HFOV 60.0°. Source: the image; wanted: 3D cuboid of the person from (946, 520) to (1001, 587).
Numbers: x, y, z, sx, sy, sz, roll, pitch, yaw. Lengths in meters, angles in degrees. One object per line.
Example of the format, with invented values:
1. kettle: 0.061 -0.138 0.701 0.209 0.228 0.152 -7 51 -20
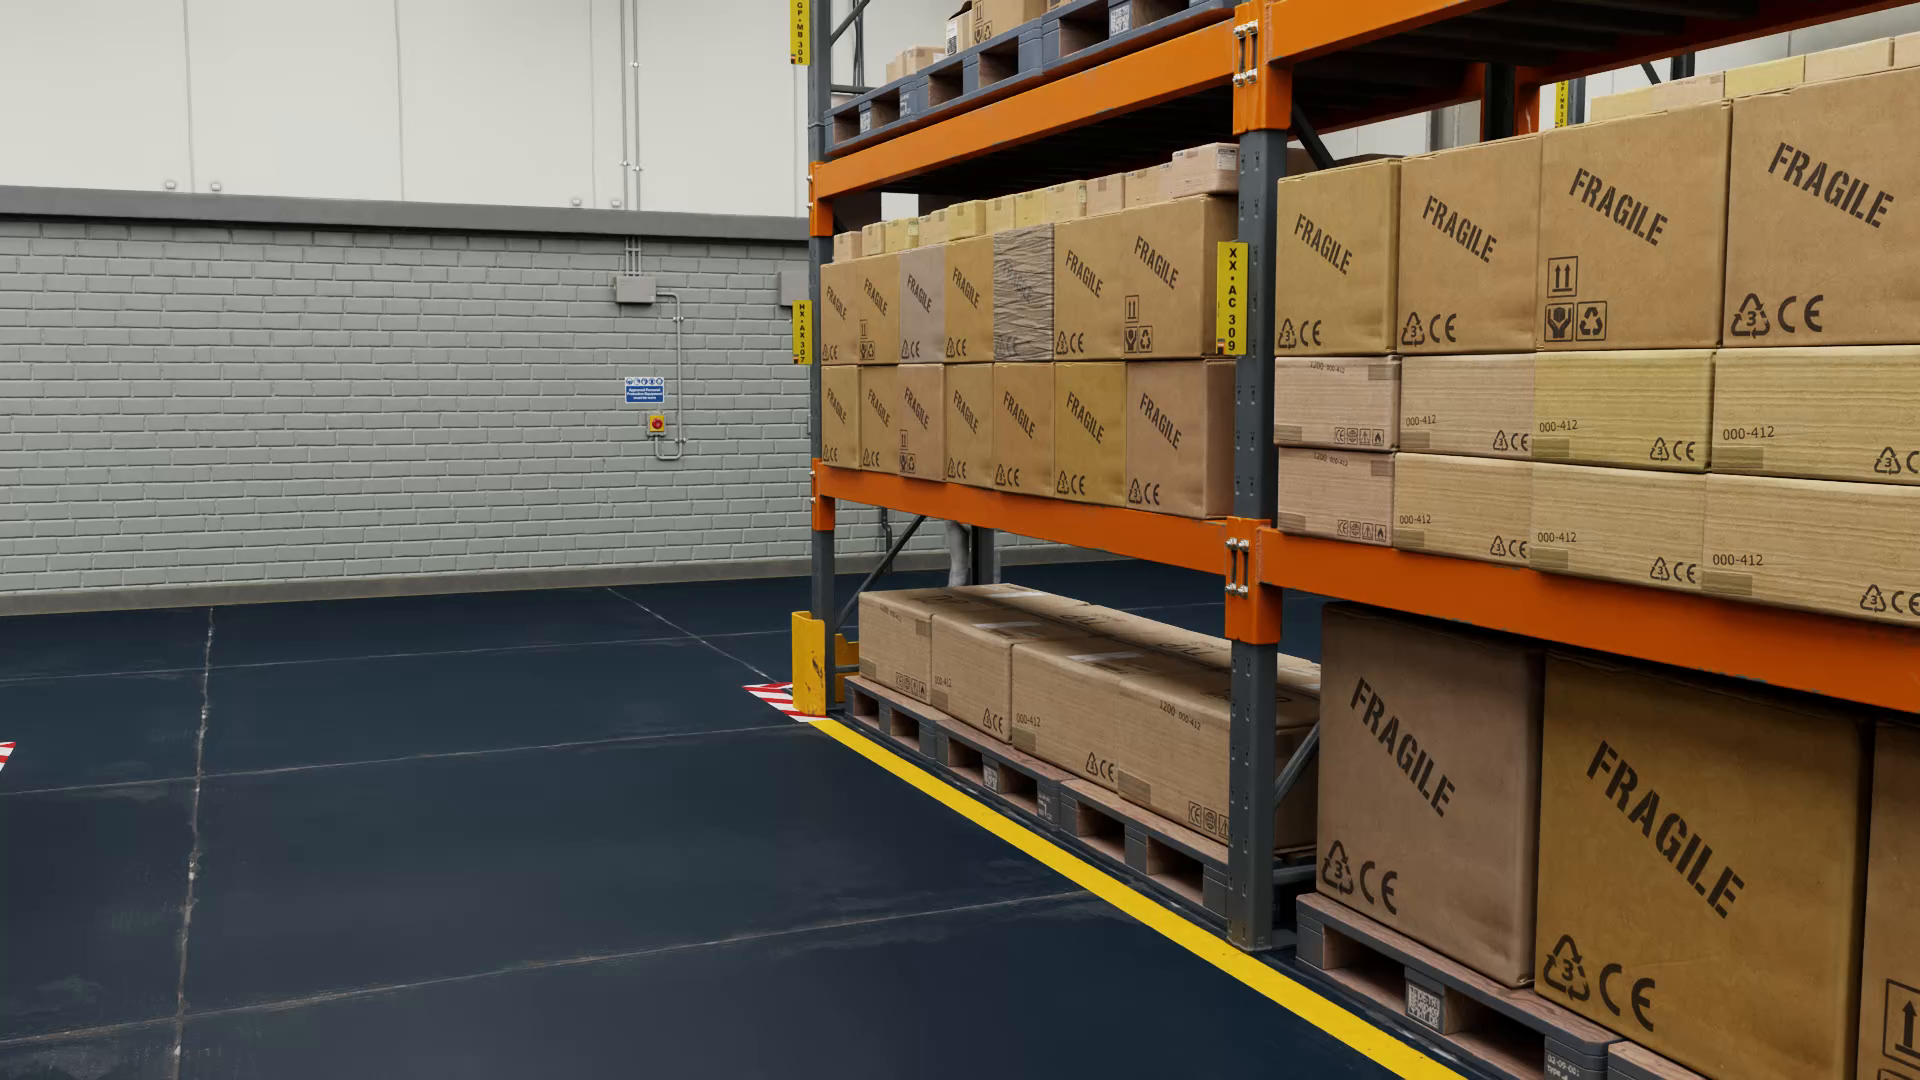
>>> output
1. person: 0.123 -0.146 11.127 0.457 1.600 0.522 5 8 44
